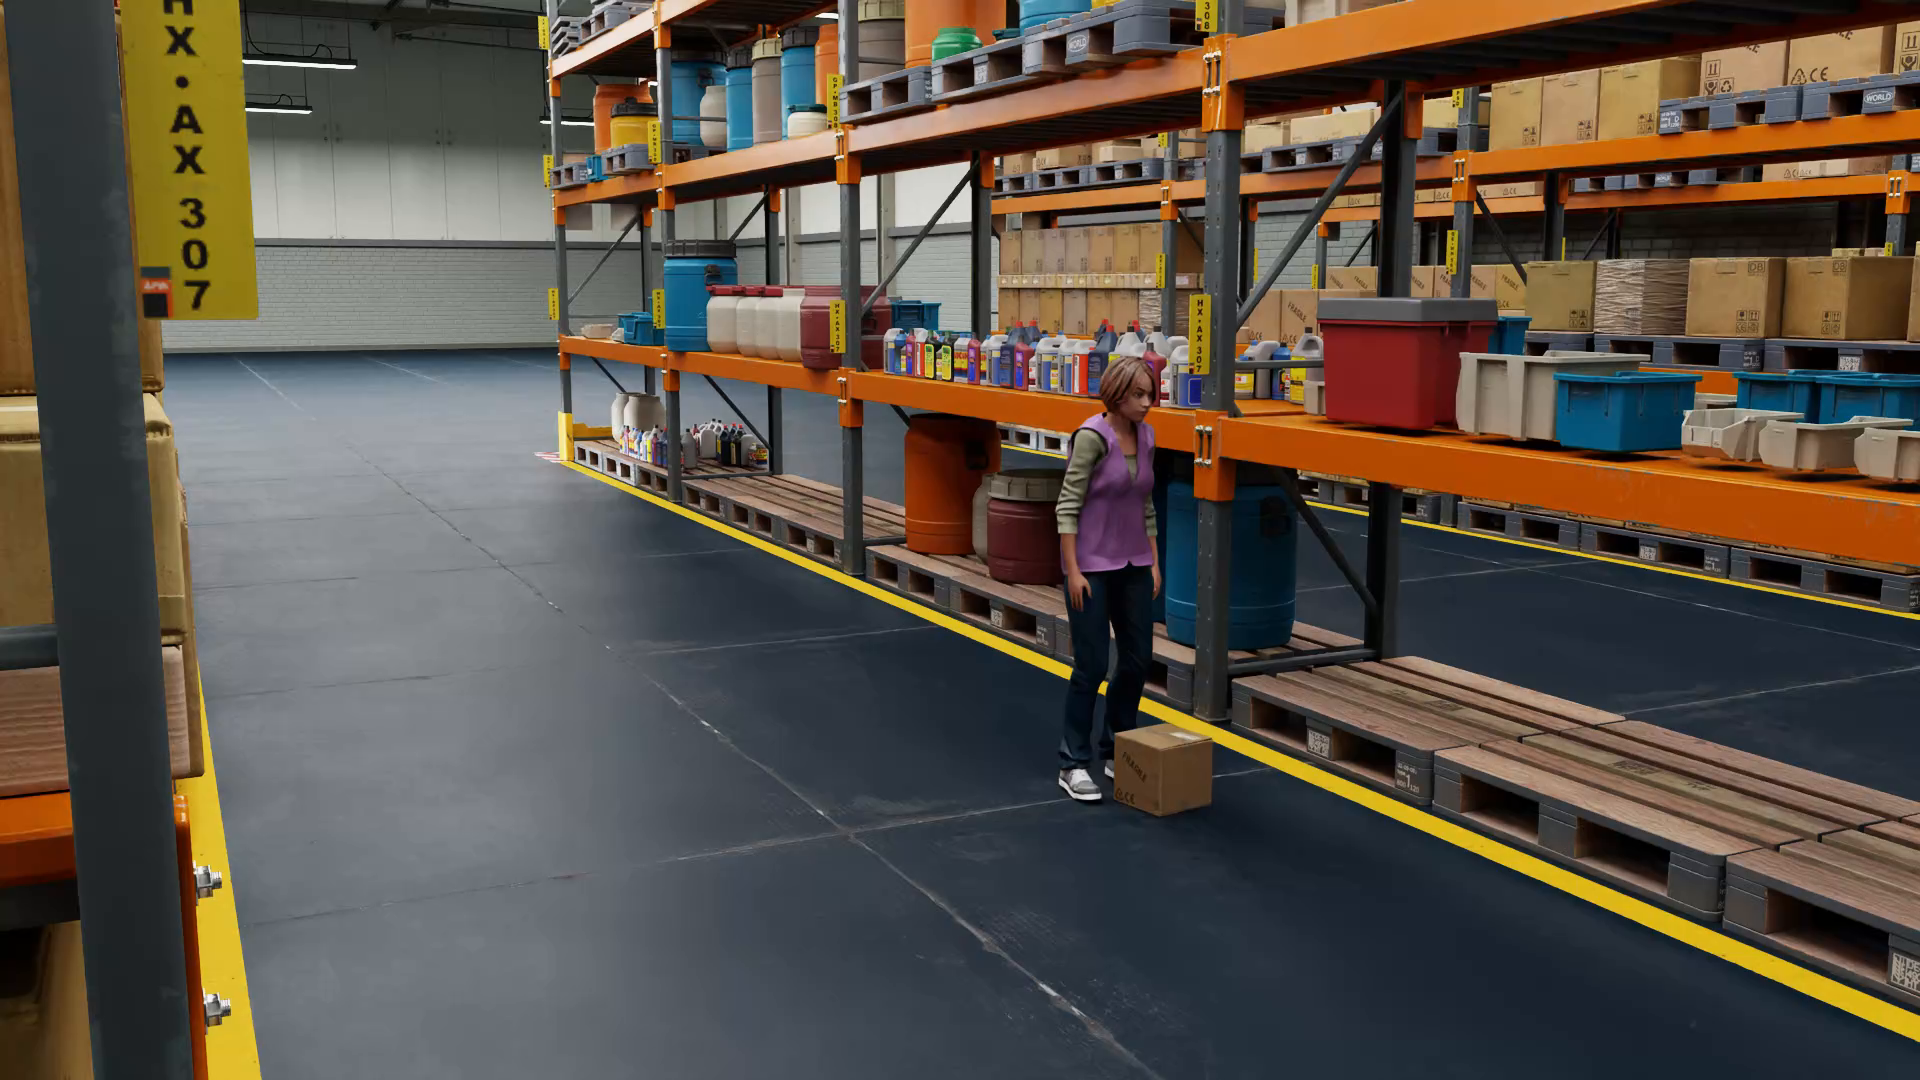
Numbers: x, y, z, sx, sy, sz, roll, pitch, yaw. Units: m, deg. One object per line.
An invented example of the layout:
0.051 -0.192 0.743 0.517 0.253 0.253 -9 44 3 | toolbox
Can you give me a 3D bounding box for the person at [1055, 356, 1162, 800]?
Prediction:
0.553 0.177 6.077 0.458 1.489 0.345 -6 11 -36 | person
